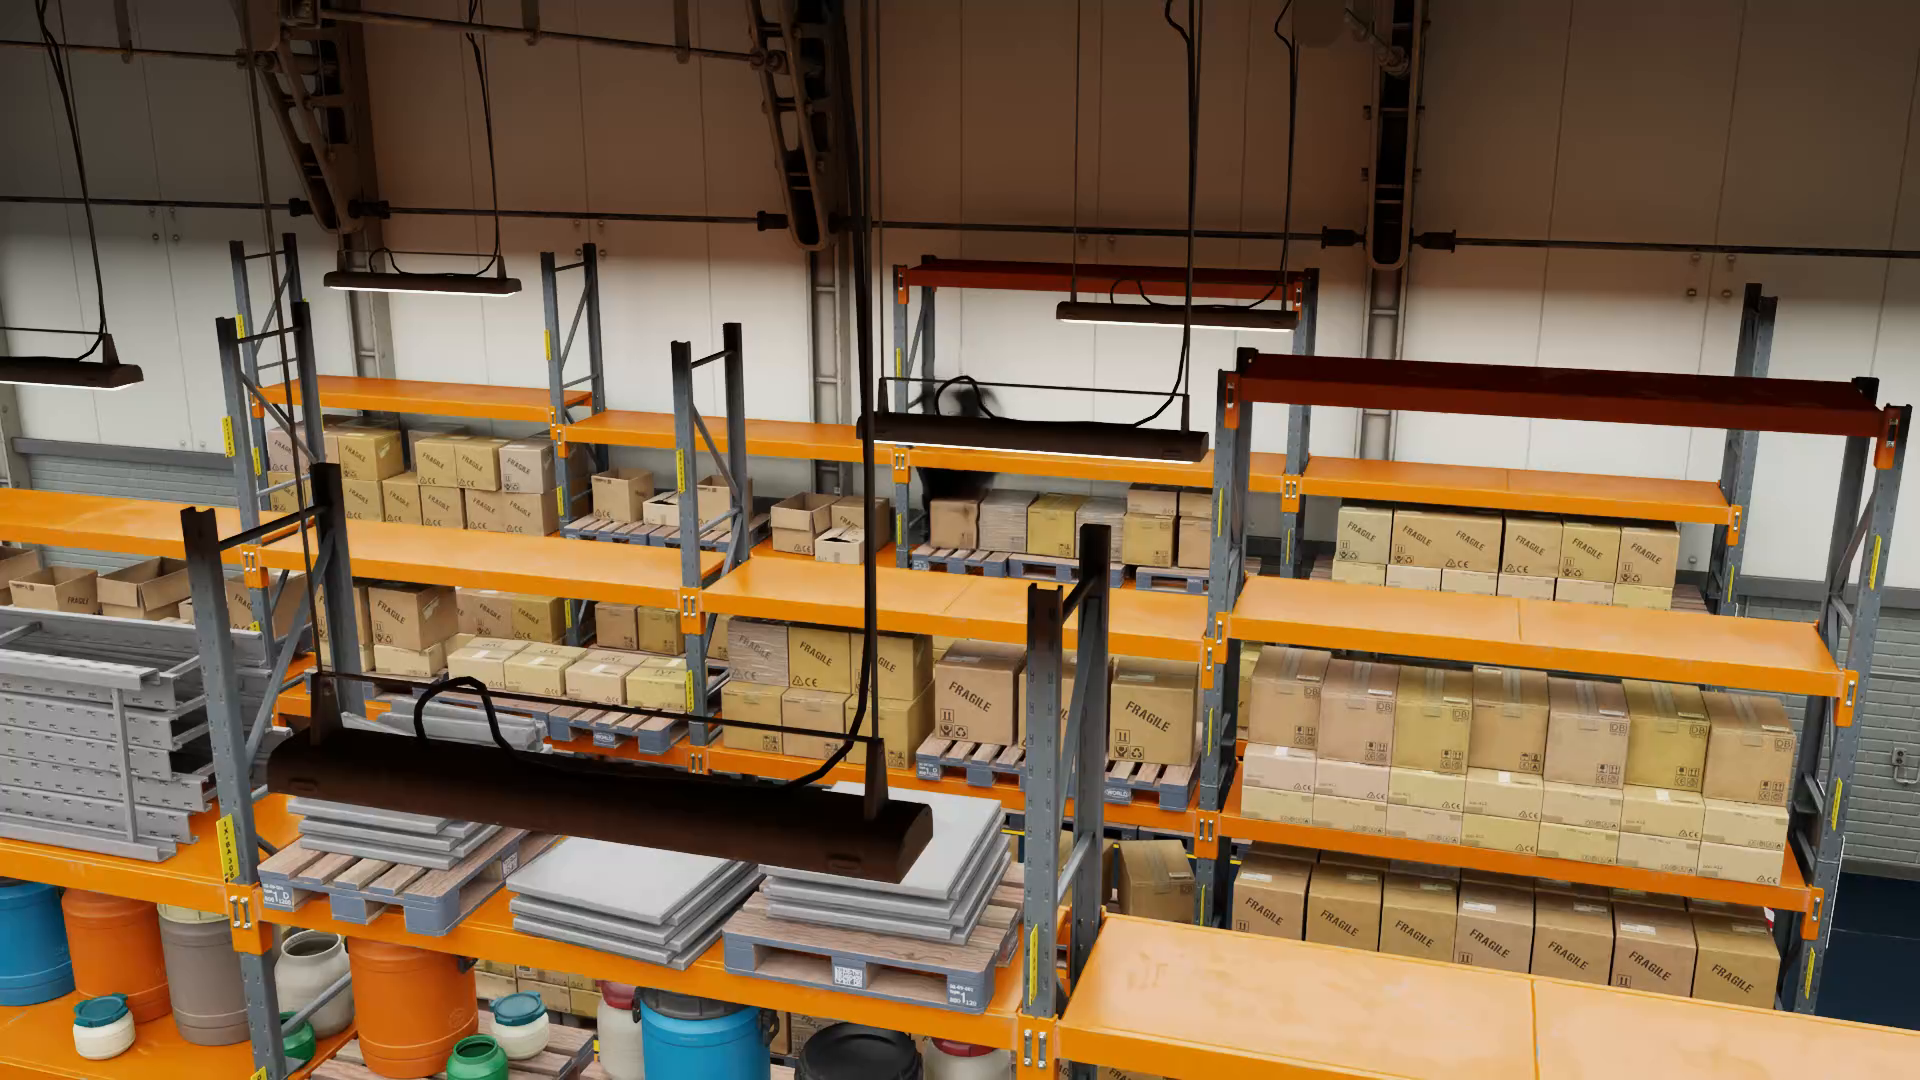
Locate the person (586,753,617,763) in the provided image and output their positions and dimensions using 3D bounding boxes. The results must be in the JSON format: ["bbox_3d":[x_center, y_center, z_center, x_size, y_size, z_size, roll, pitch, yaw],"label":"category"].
[{"bbox_3d":[-3.548,2.842,16.165,0.722,1.502,0.703,4,17,14],"label":"person"}]
